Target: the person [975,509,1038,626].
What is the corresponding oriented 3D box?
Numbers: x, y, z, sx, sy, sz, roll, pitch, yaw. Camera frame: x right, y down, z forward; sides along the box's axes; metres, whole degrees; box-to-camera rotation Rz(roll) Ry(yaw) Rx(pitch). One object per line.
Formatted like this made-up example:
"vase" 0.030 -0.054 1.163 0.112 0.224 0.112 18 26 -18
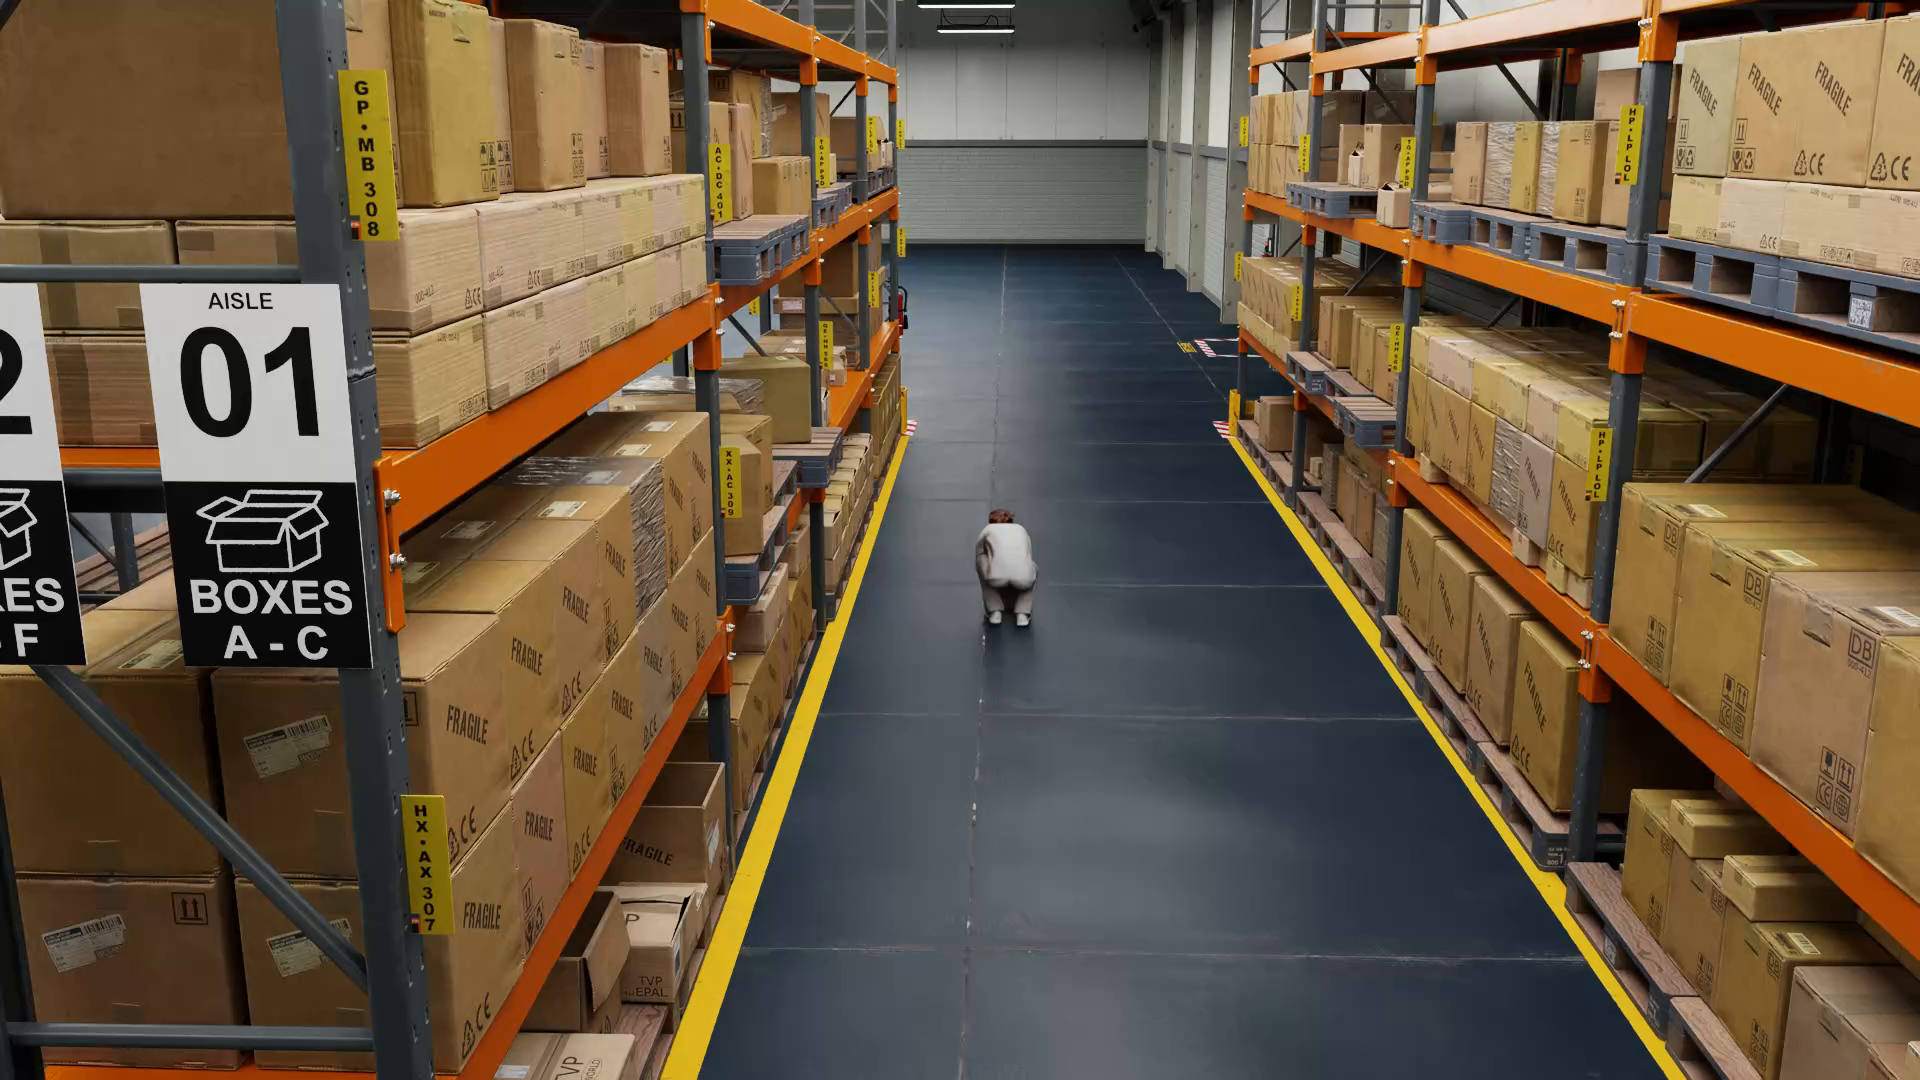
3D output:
"person" 0.344 0.233 12.166 0.465 0.812 0.829 0 14 1
